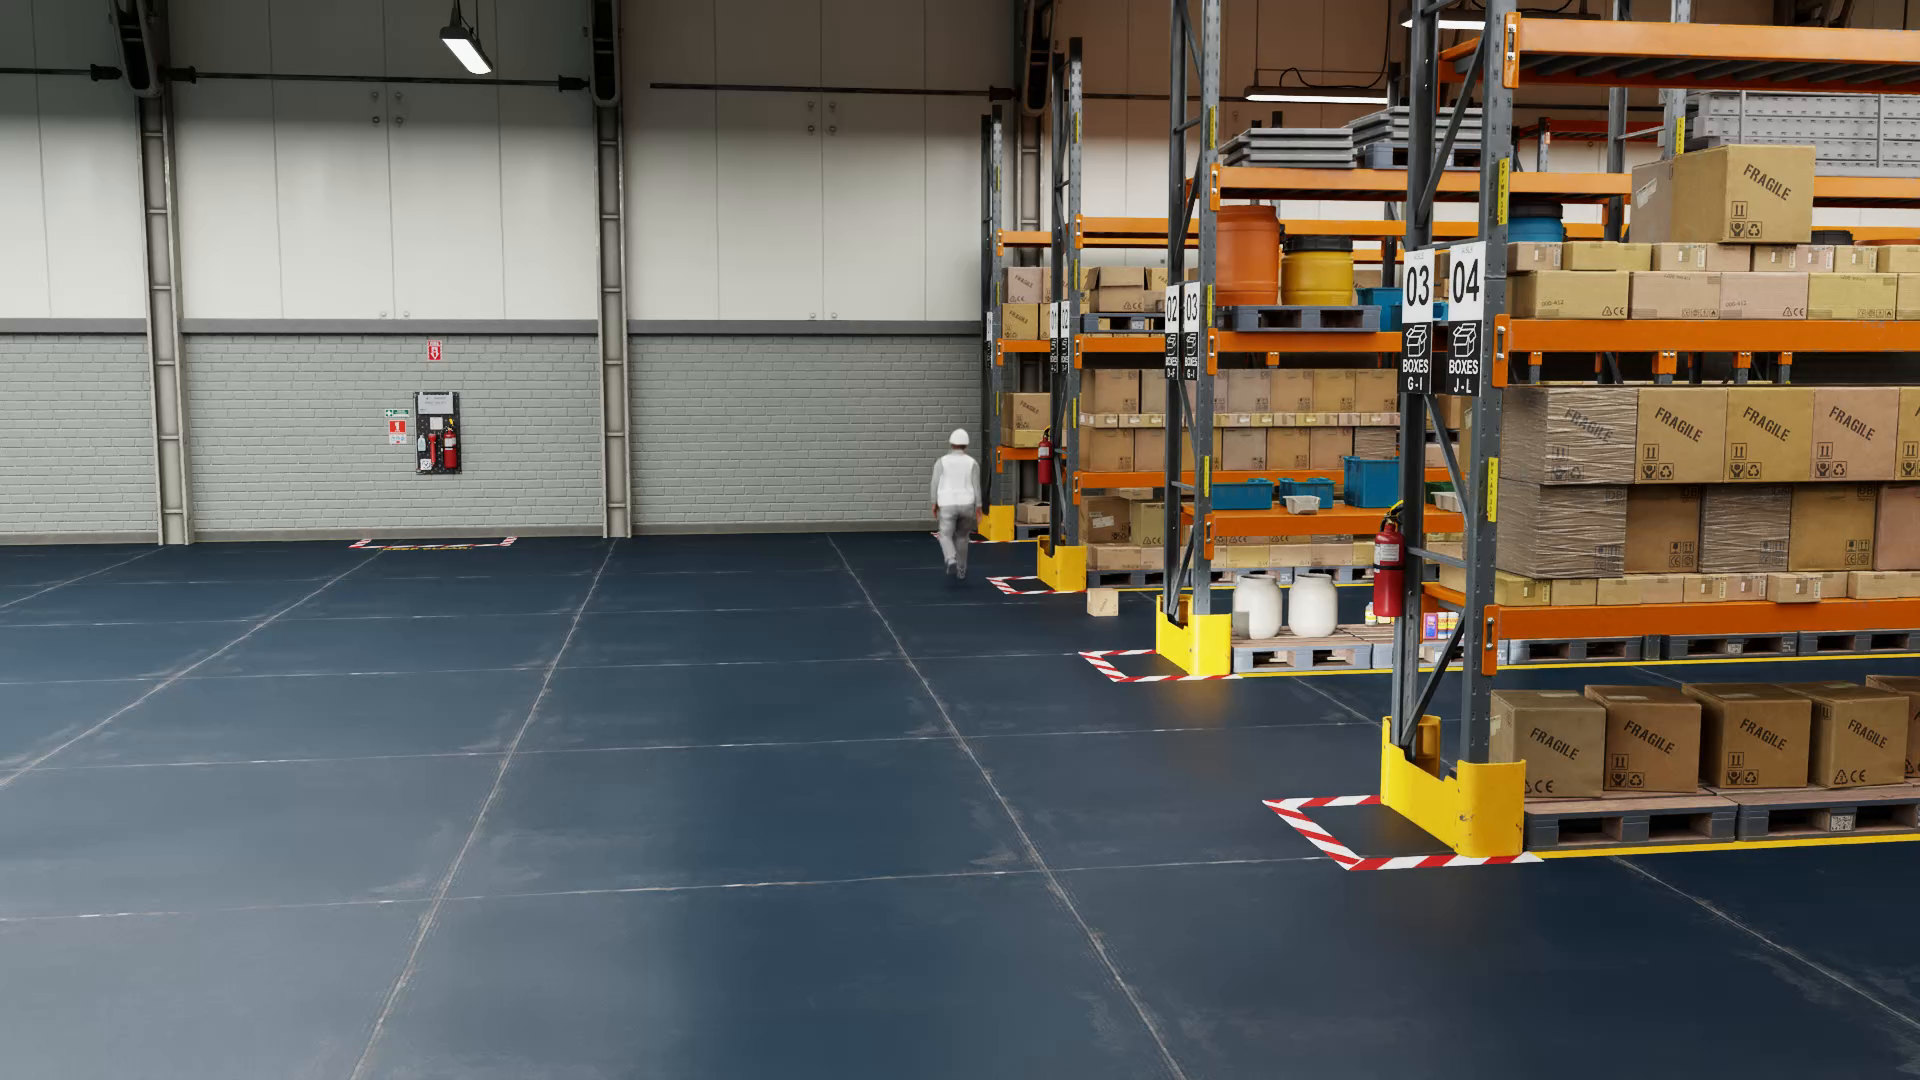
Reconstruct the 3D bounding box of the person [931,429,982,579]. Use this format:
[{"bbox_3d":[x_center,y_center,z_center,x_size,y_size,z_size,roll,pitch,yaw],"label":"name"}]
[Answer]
[{"bbox_3d":[-0.028,-0.395,19.117,0.584,1.745,0.840,-1,7,-10],"label":"person"}]
